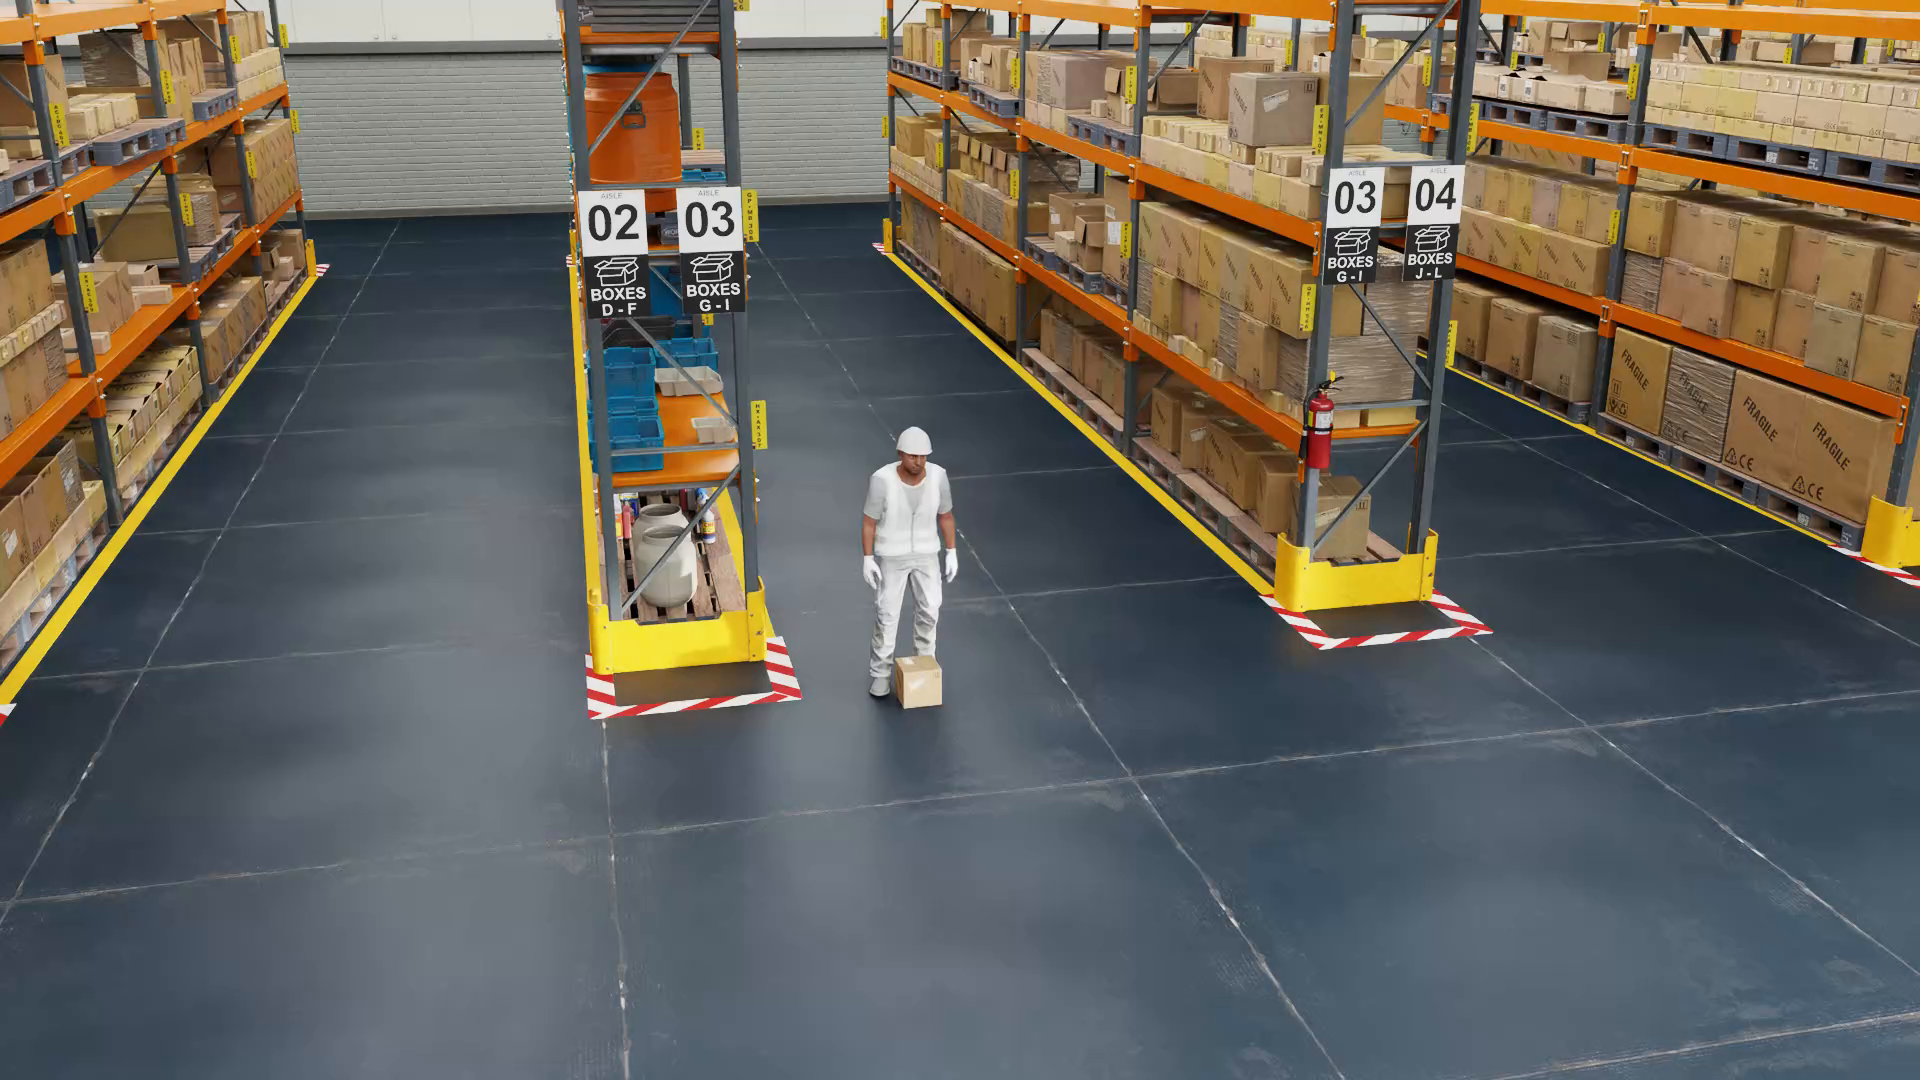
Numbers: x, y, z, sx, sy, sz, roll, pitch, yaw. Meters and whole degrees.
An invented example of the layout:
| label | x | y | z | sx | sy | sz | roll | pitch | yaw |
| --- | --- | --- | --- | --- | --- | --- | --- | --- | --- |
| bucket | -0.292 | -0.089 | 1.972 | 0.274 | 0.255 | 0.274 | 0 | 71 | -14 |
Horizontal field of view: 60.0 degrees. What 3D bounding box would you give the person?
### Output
| label | x | y | z | sx | sy | sz | roll | pitch | yaw |
| --- | --- | --- | --- | --- | --- | --- | --- | --- | --- |
| person | -0.323 | 0.121 | 10.707 | 0.631 | 1.776 | 0.443 | -5 | 20 | -15 |
